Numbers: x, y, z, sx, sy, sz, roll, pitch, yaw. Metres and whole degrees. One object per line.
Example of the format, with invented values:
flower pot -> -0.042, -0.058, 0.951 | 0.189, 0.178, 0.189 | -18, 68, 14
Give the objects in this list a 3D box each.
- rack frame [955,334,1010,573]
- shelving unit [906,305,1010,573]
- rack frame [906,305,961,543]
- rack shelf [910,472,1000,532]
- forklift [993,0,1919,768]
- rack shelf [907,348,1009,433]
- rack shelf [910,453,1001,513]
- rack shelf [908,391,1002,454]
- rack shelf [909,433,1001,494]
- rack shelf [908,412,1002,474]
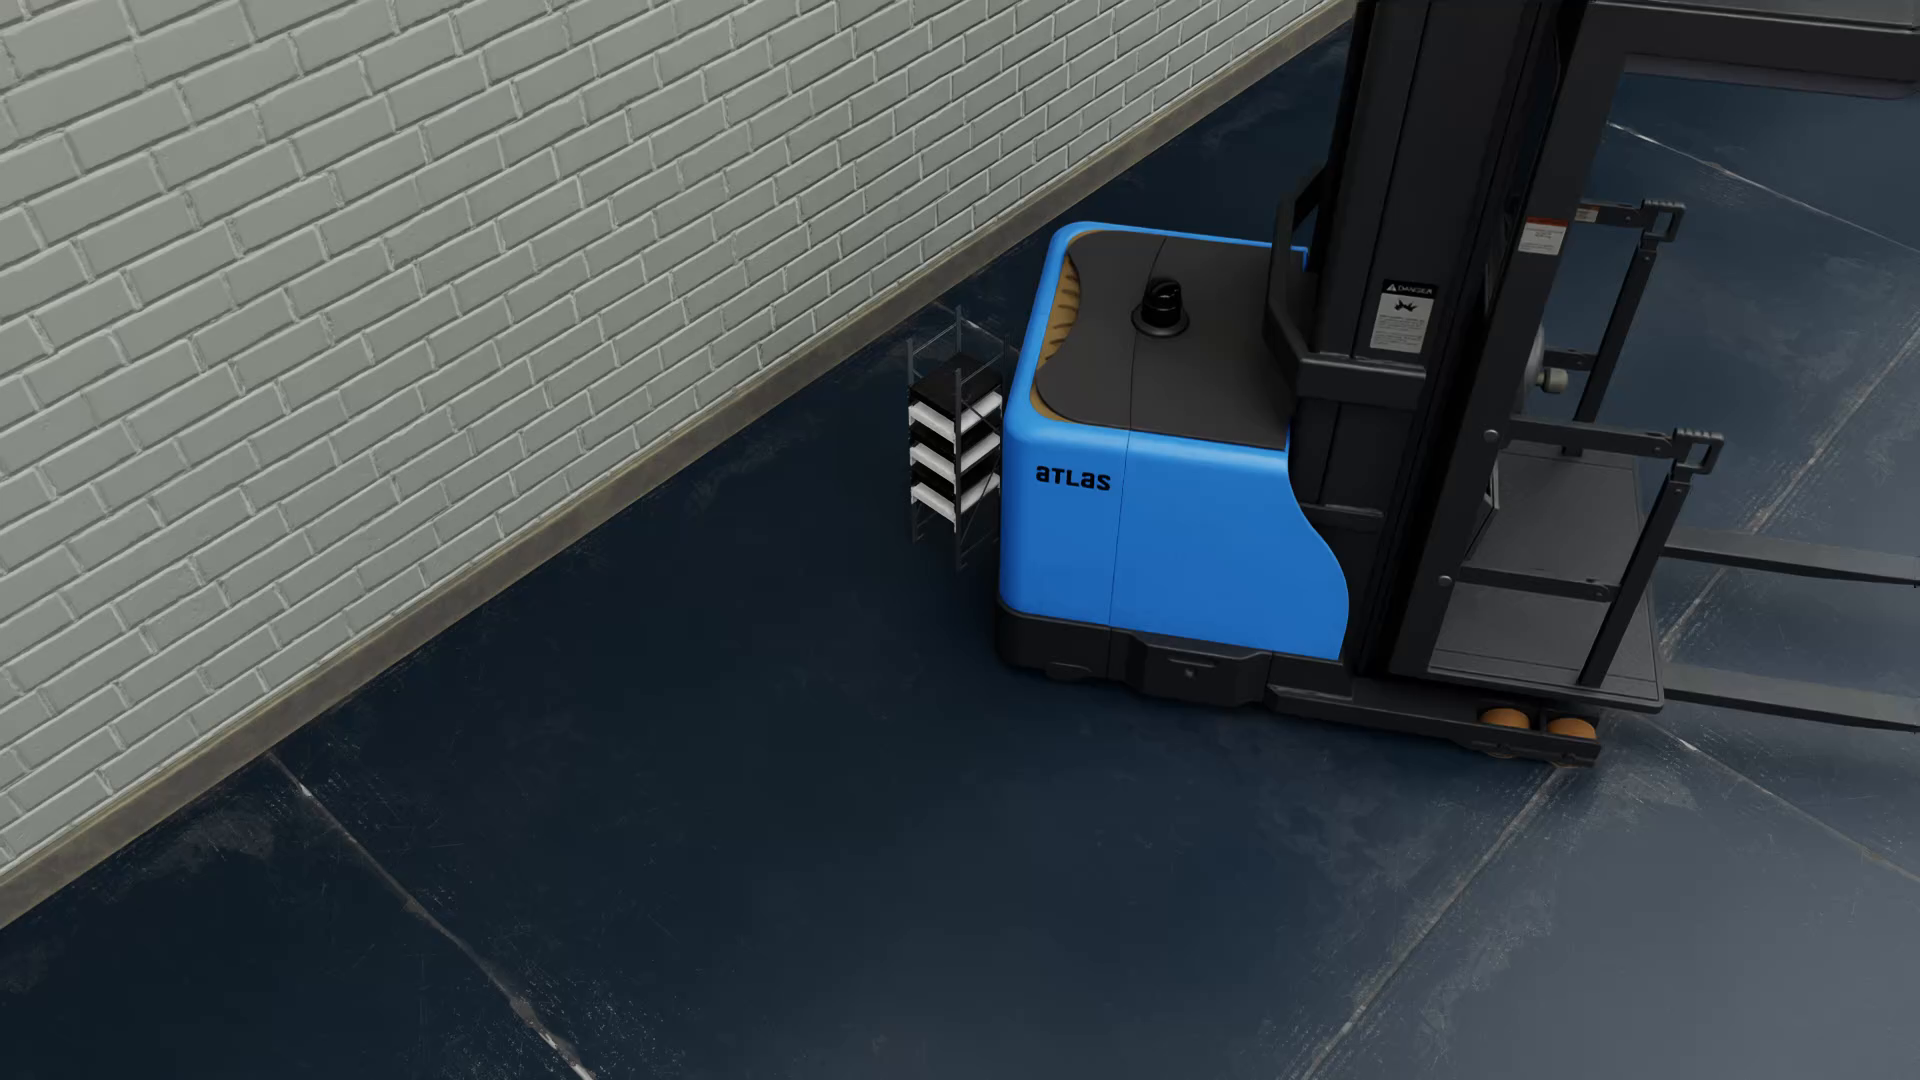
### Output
rack frame -> 0.069, -0.262, 5.379 | 0.006, 0.900, 0.240 | 34, 55, 28
shelving unit -> -0.006, -0.312, 5.426 | 0.210, 0.900, 0.258 | 34, 55, 28
rack frame -> -0.081, -0.362, 5.473 | 0.006, 0.900, 0.240 | 34, 55, 28
rack shelf -> -0.006, -0.166, 5.581 | 0.200, 0.077, 0.258 | 34, 55, 28
forklift -> 1.677, -0.729, 4.424 | 3.031, 2.935, 1.130 | 8, 47, 8
rack shelf -> -0.006, -0.474, 5.253 | 0.200, 0.077, 0.258 | 34, 55, 28
rack shelf -> -0.006, -0.228, 5.516 | 0.200, 0.077, 0.258 | 34, 55, 28
rack shelf -> -0.006, -0.412, 5.319 | 0.200, 0.077, 0.258 | 34, 55, 28
rack shelf -> -0.006, -0.289, 5.450 | 0.200, 0.077, 0.258 | 34, 55, 28
rack shelf -> -0.006, -0.351, 5.384 | 0.200, 0.077, 0.258 | 34, 55, 28
